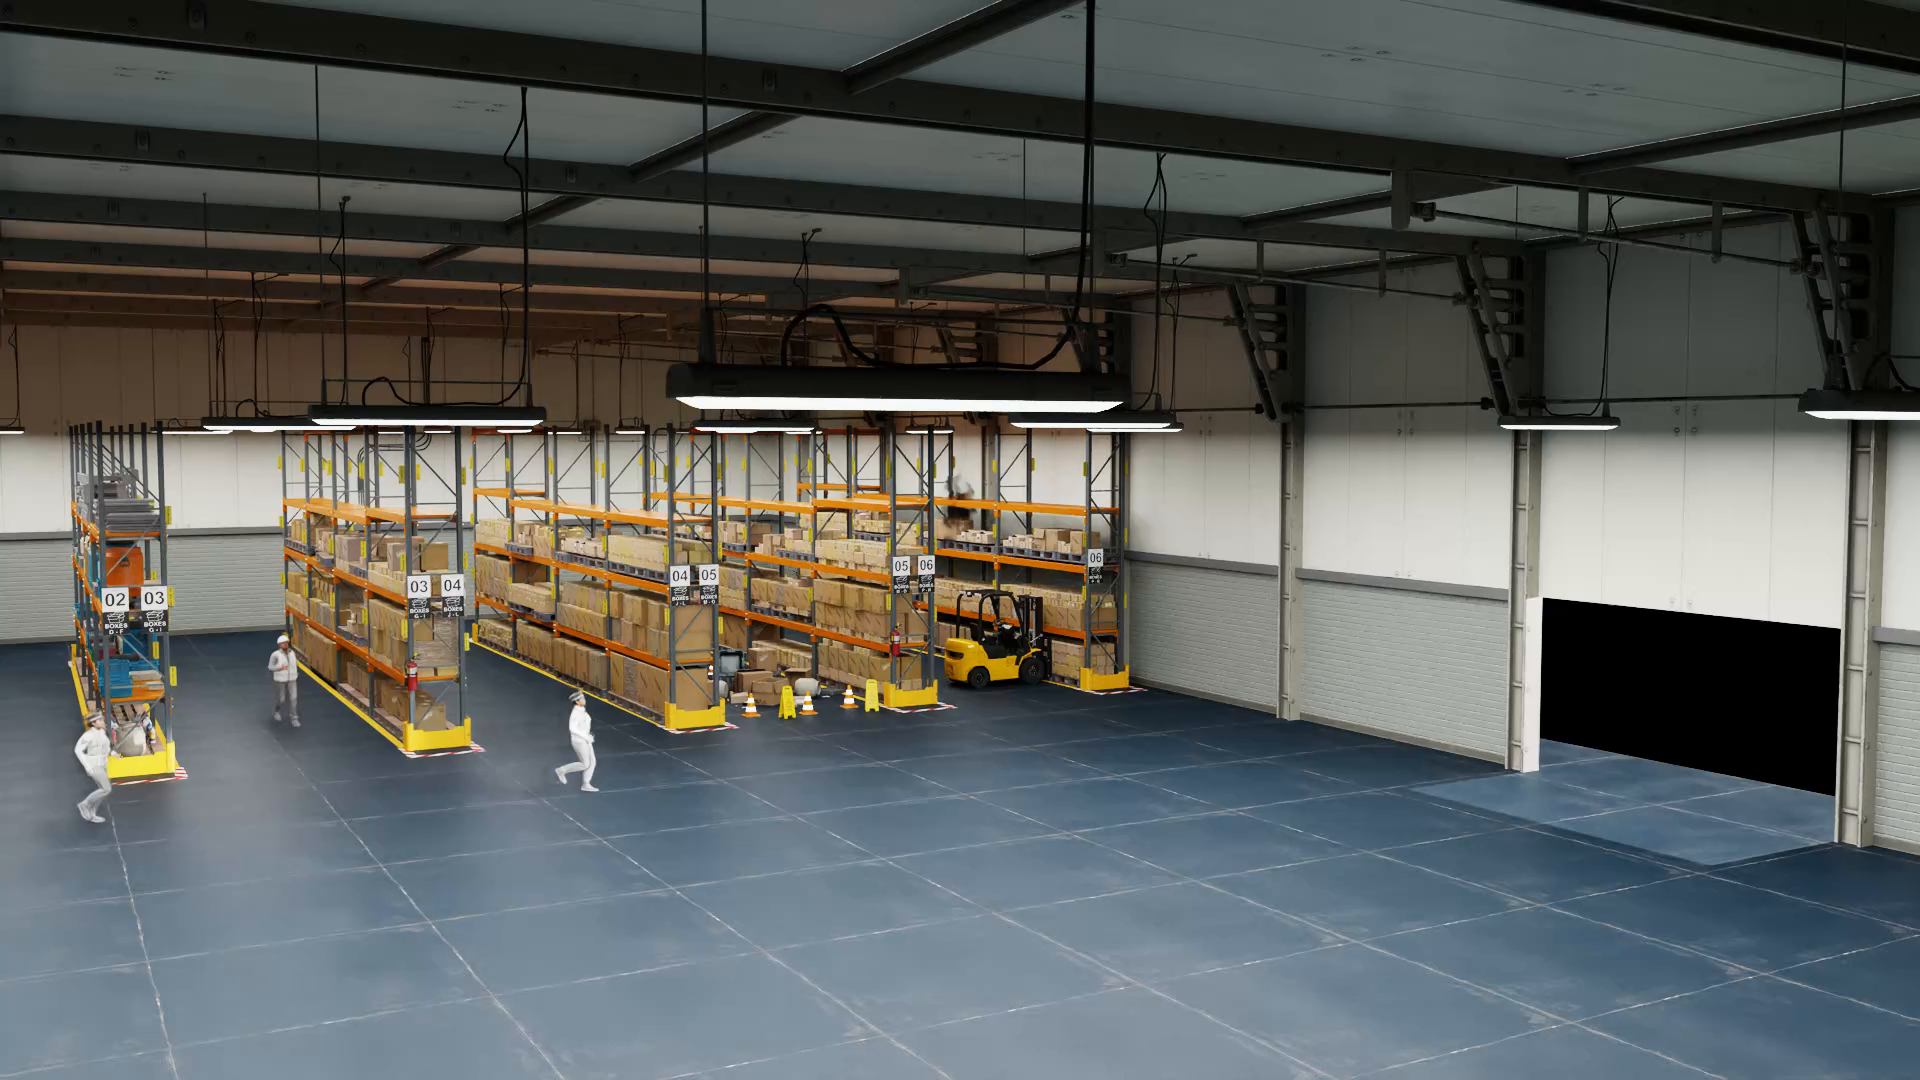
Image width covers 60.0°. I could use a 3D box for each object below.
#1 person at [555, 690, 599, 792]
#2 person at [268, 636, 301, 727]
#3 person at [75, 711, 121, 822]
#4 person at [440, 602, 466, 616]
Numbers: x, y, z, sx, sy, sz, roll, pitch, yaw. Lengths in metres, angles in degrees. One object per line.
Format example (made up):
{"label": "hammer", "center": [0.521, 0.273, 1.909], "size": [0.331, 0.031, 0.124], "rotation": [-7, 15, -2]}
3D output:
{"label": "person", "center": [-6.175, 3.242, 26.831], "size": [0.677, 1.668, 0.619], "rotation": [0, 4, -4]}
{"label": "person", "center": [-13.359, 2.777, 32.916], "size": [0.657, 1.776, 0.950], "rotation": [-3, 5, -43]}
{"label": "person", "center": [-12.813, 3.364, 24.749], "size": [0.538, 1.663, 0.630], "rotation": [0, 4, -3]}
{"label": "person", "center": [-13.318, 2.163, 43.629], "size": [0.697, 1.758, 0.737], "rotation": [-1, 4, -21]}
